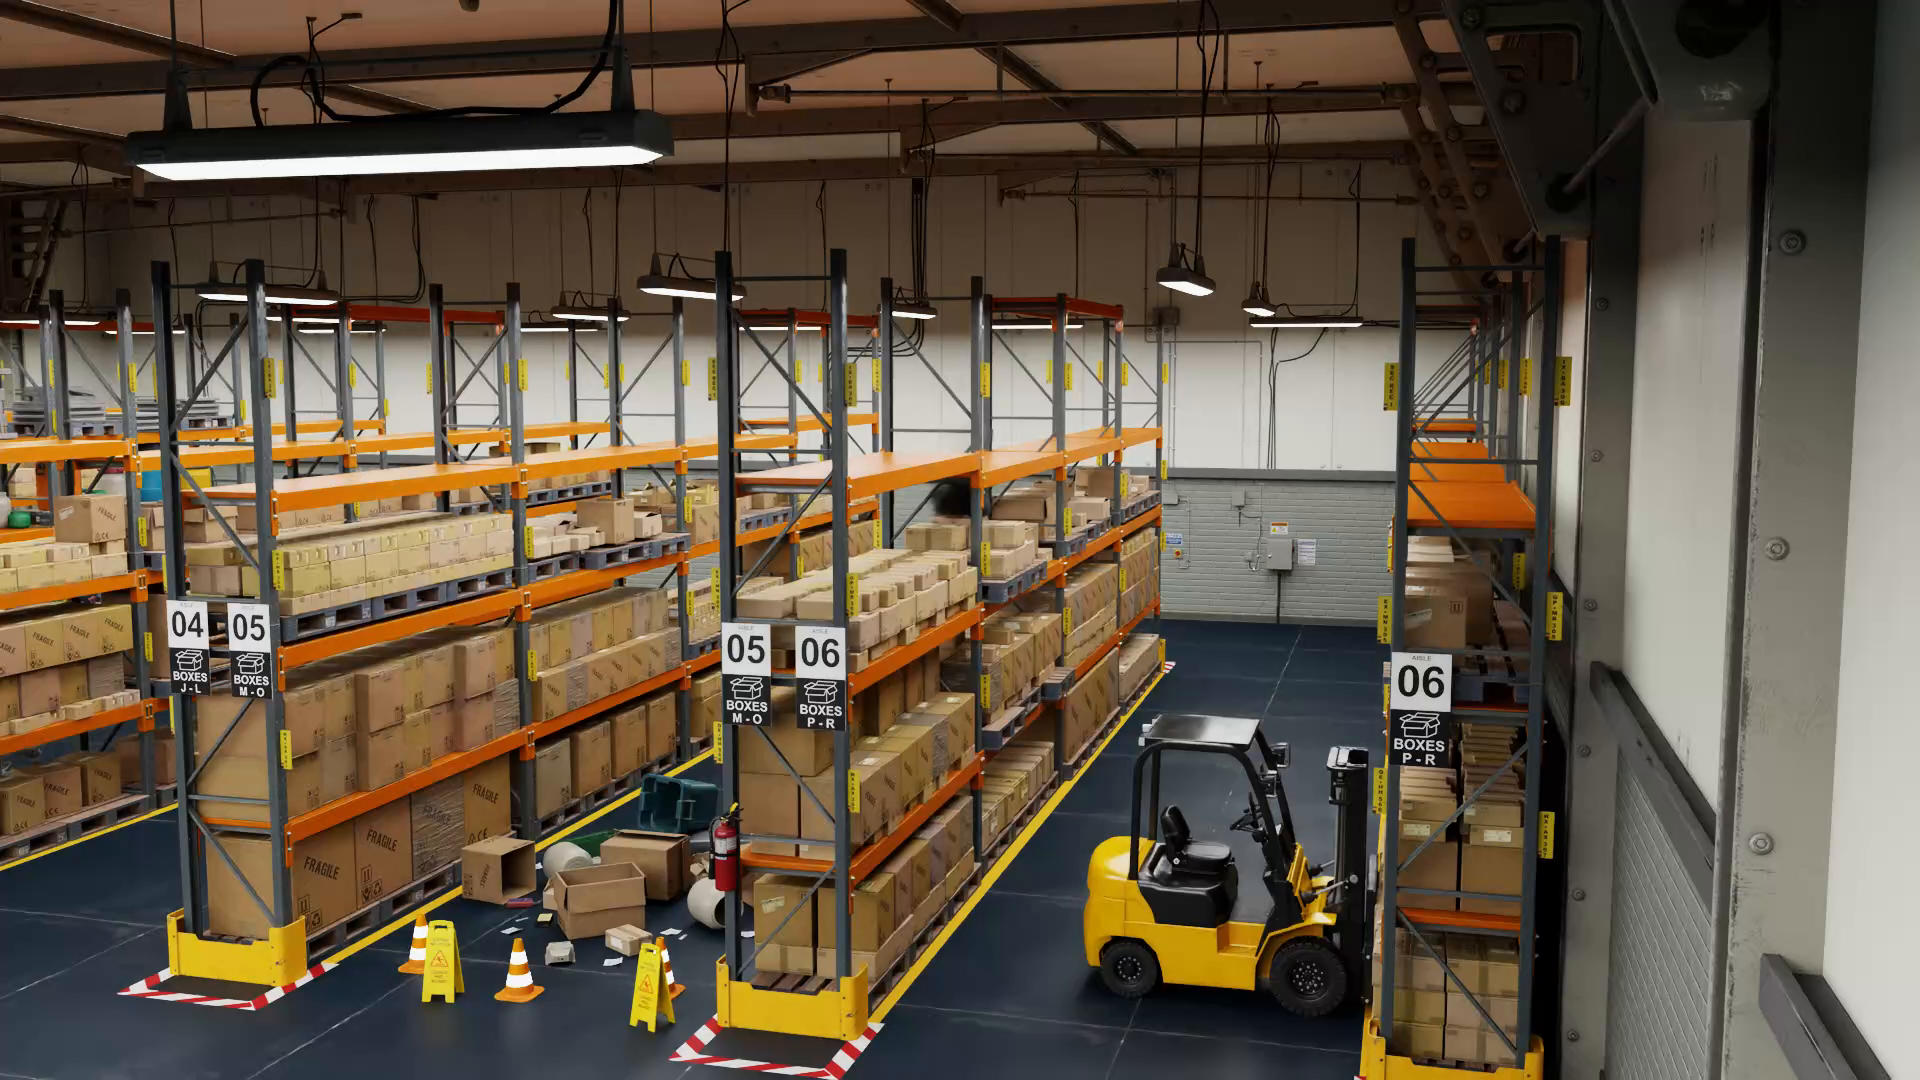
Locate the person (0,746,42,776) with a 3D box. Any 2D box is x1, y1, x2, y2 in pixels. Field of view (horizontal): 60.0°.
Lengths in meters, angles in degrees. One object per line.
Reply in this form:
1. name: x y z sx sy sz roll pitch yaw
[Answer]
1. person: -11.644 2.145 20.428 0.685 1.735 0.667 0 6 3
